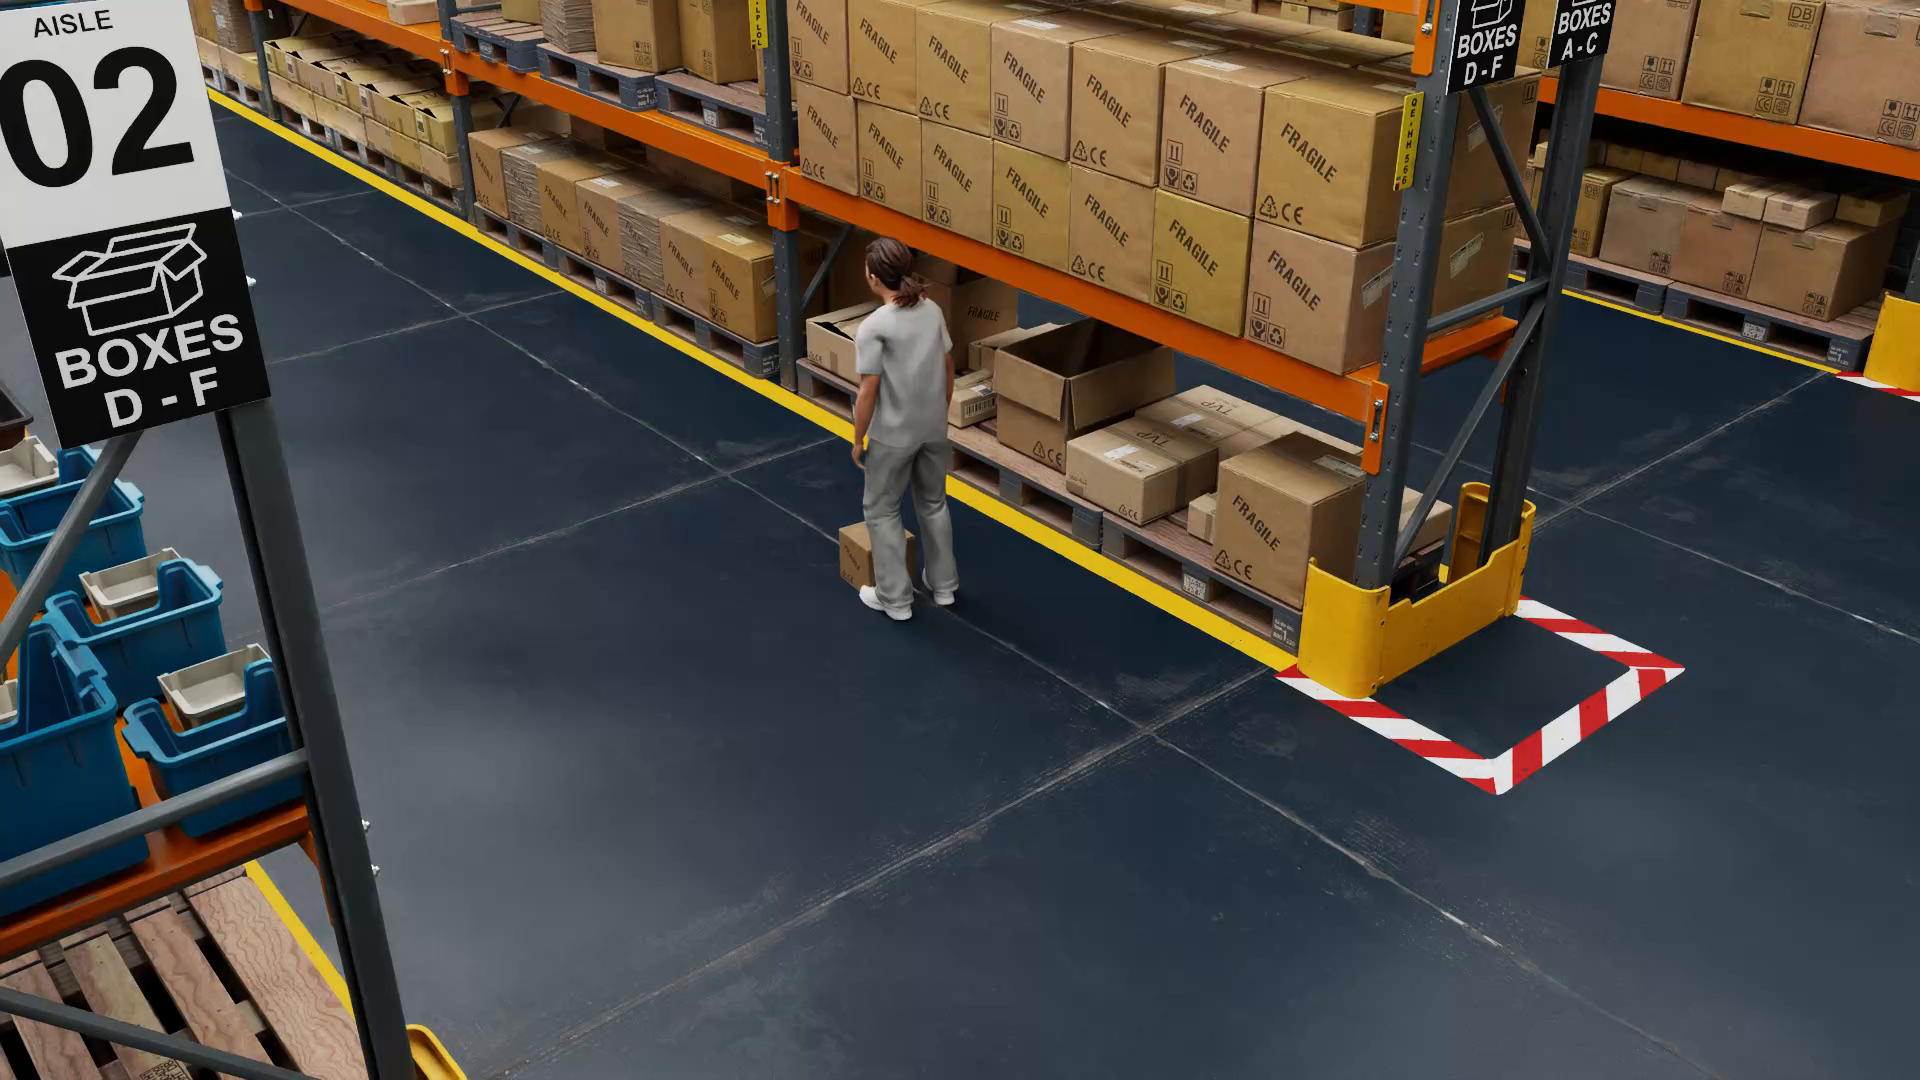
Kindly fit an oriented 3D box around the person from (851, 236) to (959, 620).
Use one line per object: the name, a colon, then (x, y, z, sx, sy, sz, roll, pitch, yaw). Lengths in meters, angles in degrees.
person: (-0.233, -0.453, 6.968, 0.514, 1.671, 0.364, -19, 34, -31)
